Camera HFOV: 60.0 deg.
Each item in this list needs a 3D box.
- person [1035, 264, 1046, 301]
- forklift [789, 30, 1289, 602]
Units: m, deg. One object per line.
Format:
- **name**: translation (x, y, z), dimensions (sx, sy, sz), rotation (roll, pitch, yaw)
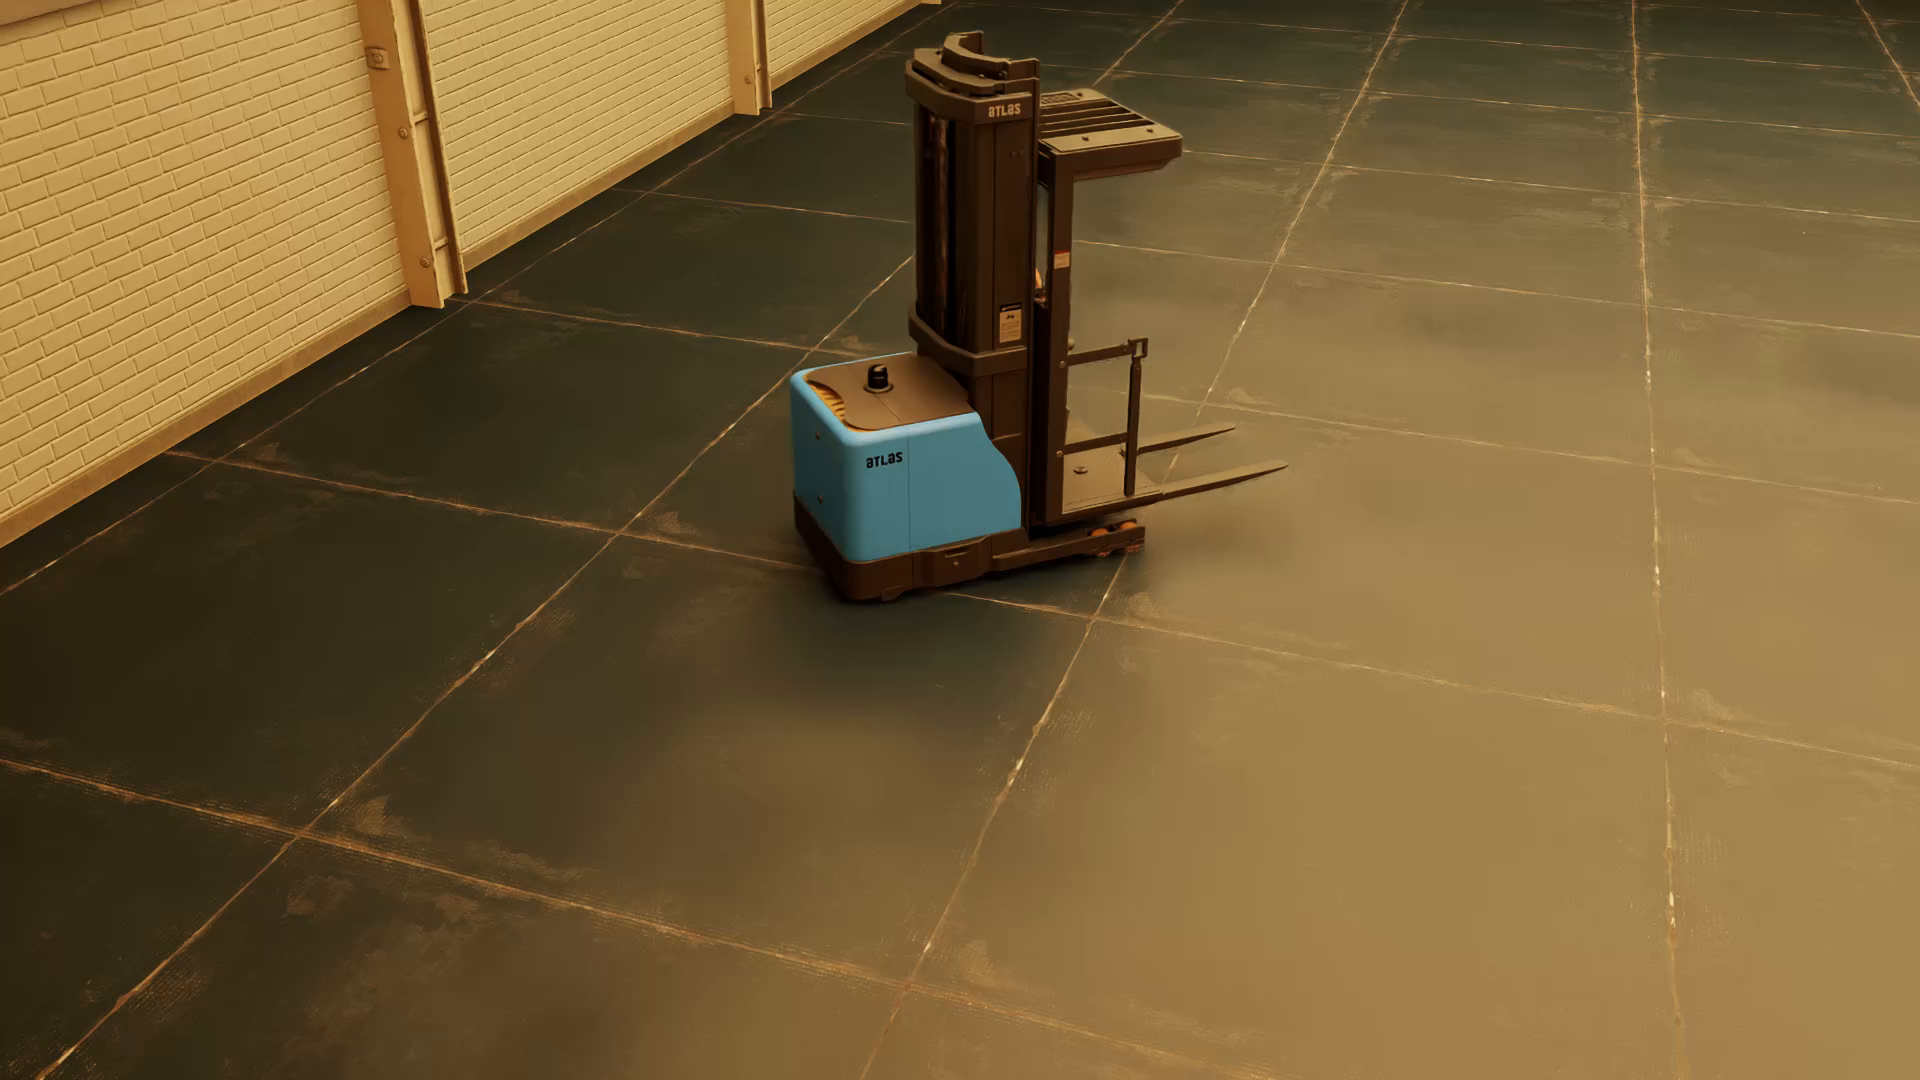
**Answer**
- **person**: translation (0.202, -1.703, 11.633), dimensions (0.913, 1.568, 0.472), rotation (4, 30, 8)
- **forklift**: translation (0.556, -1.399, 9.591), dimensions (3.031, 2.935, 1.130), rotation (-12, 32, -21)
